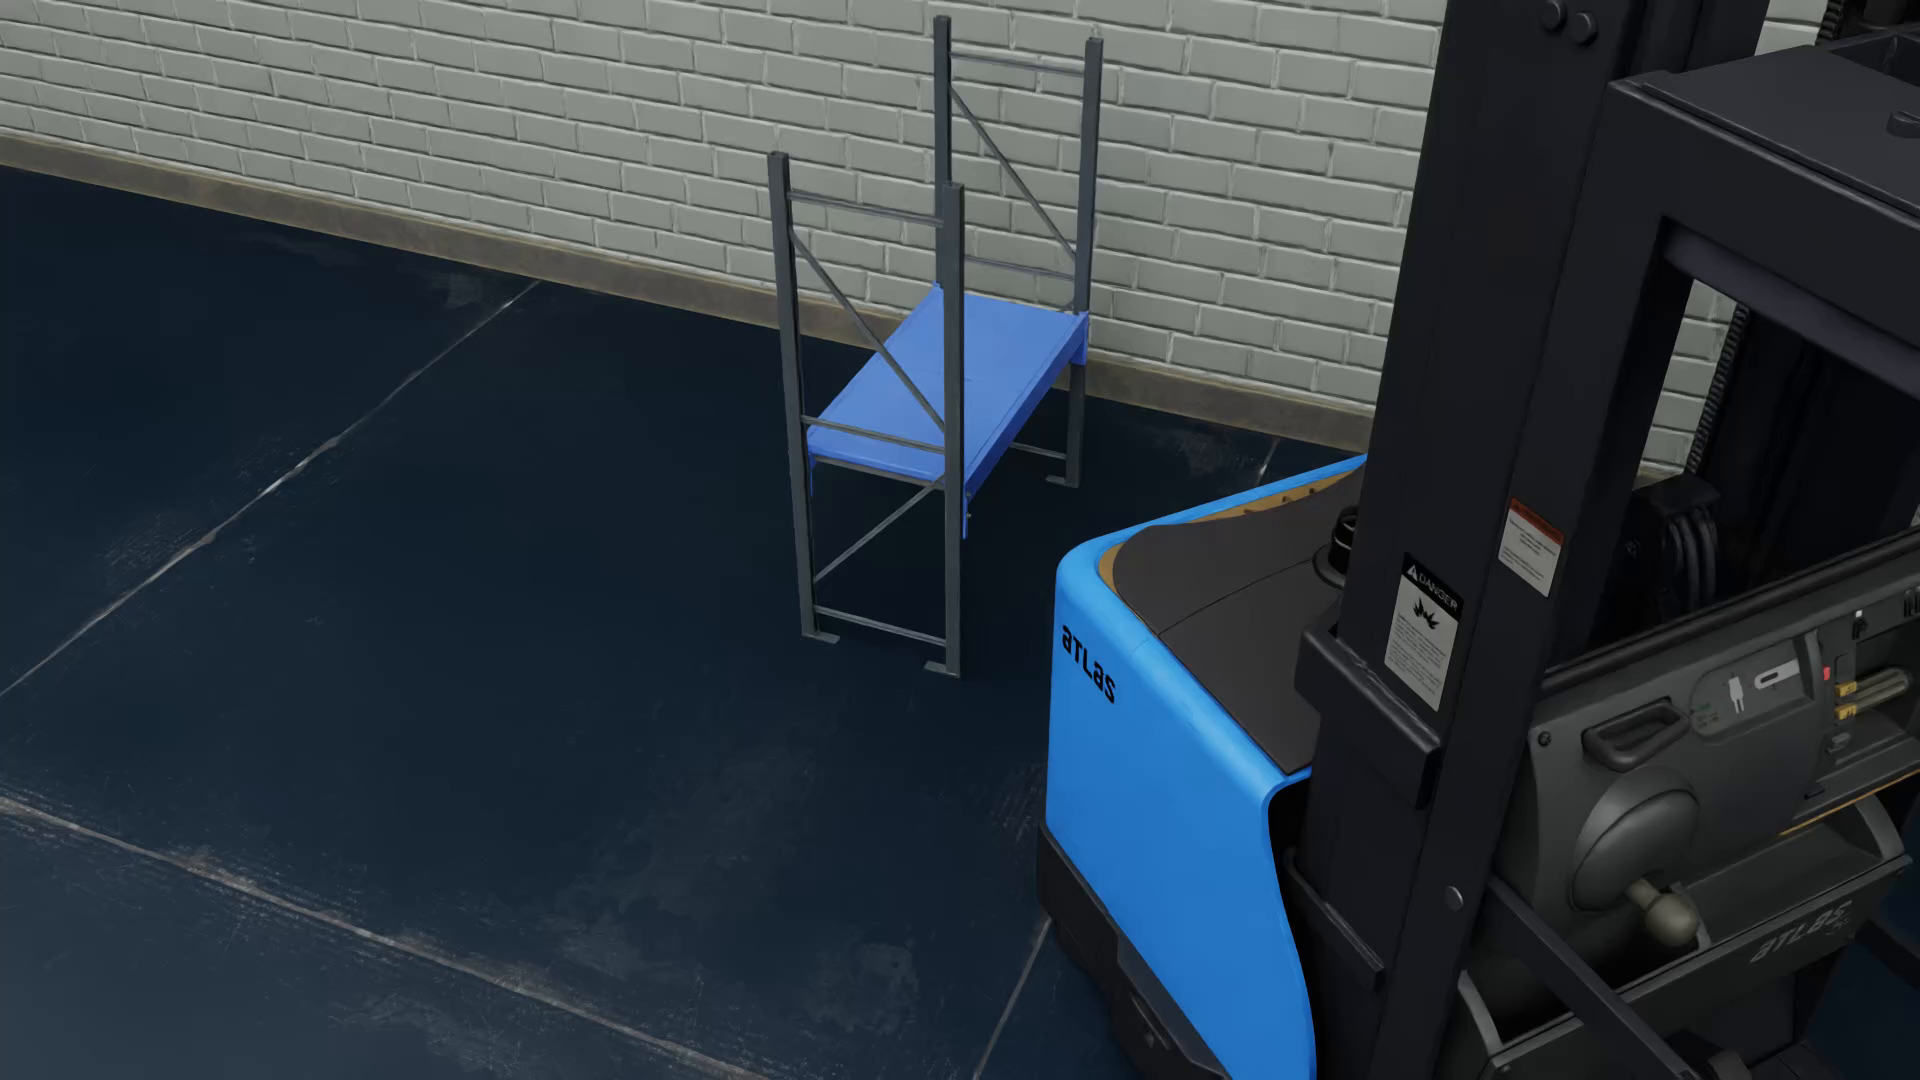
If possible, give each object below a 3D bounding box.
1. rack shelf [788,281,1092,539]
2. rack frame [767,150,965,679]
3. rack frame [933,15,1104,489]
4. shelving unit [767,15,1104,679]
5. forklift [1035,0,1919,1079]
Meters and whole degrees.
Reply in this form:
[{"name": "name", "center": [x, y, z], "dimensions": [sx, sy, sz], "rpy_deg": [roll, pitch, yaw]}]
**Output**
[{"name": "rack shelf", "center": [-0.032, -0.409, 4.845], "dimensions": [0.538, 0.185, 1.000], "rpy_deg": [14, 39, 18]}, {"name": "rack frame", "center": [-0.226, -0.272, 4.361], "dimensions": [0.500, 1.500, 0.032], "rpy_deg": [14, 39, 18]}, {"name": "rack frame", "center": [0.161, -0.835, 5.114], "dimensions": [0.500, 1.500, 0.032], "rpy_deg": [14, 39, 18]}, {"name": "shelving unit", "center": [-0.032, -0.554, 4.738], "dimensions": [0.538, 1.500, 1.048], "rpy_deg": [14, 39, 18]}, {"name": "forklift", "center": [1.296, 0.362, 2.318], "dimensions": [1.130, 2.935, 3.031], "rpy_deg": [-17, 40, -21]}]
